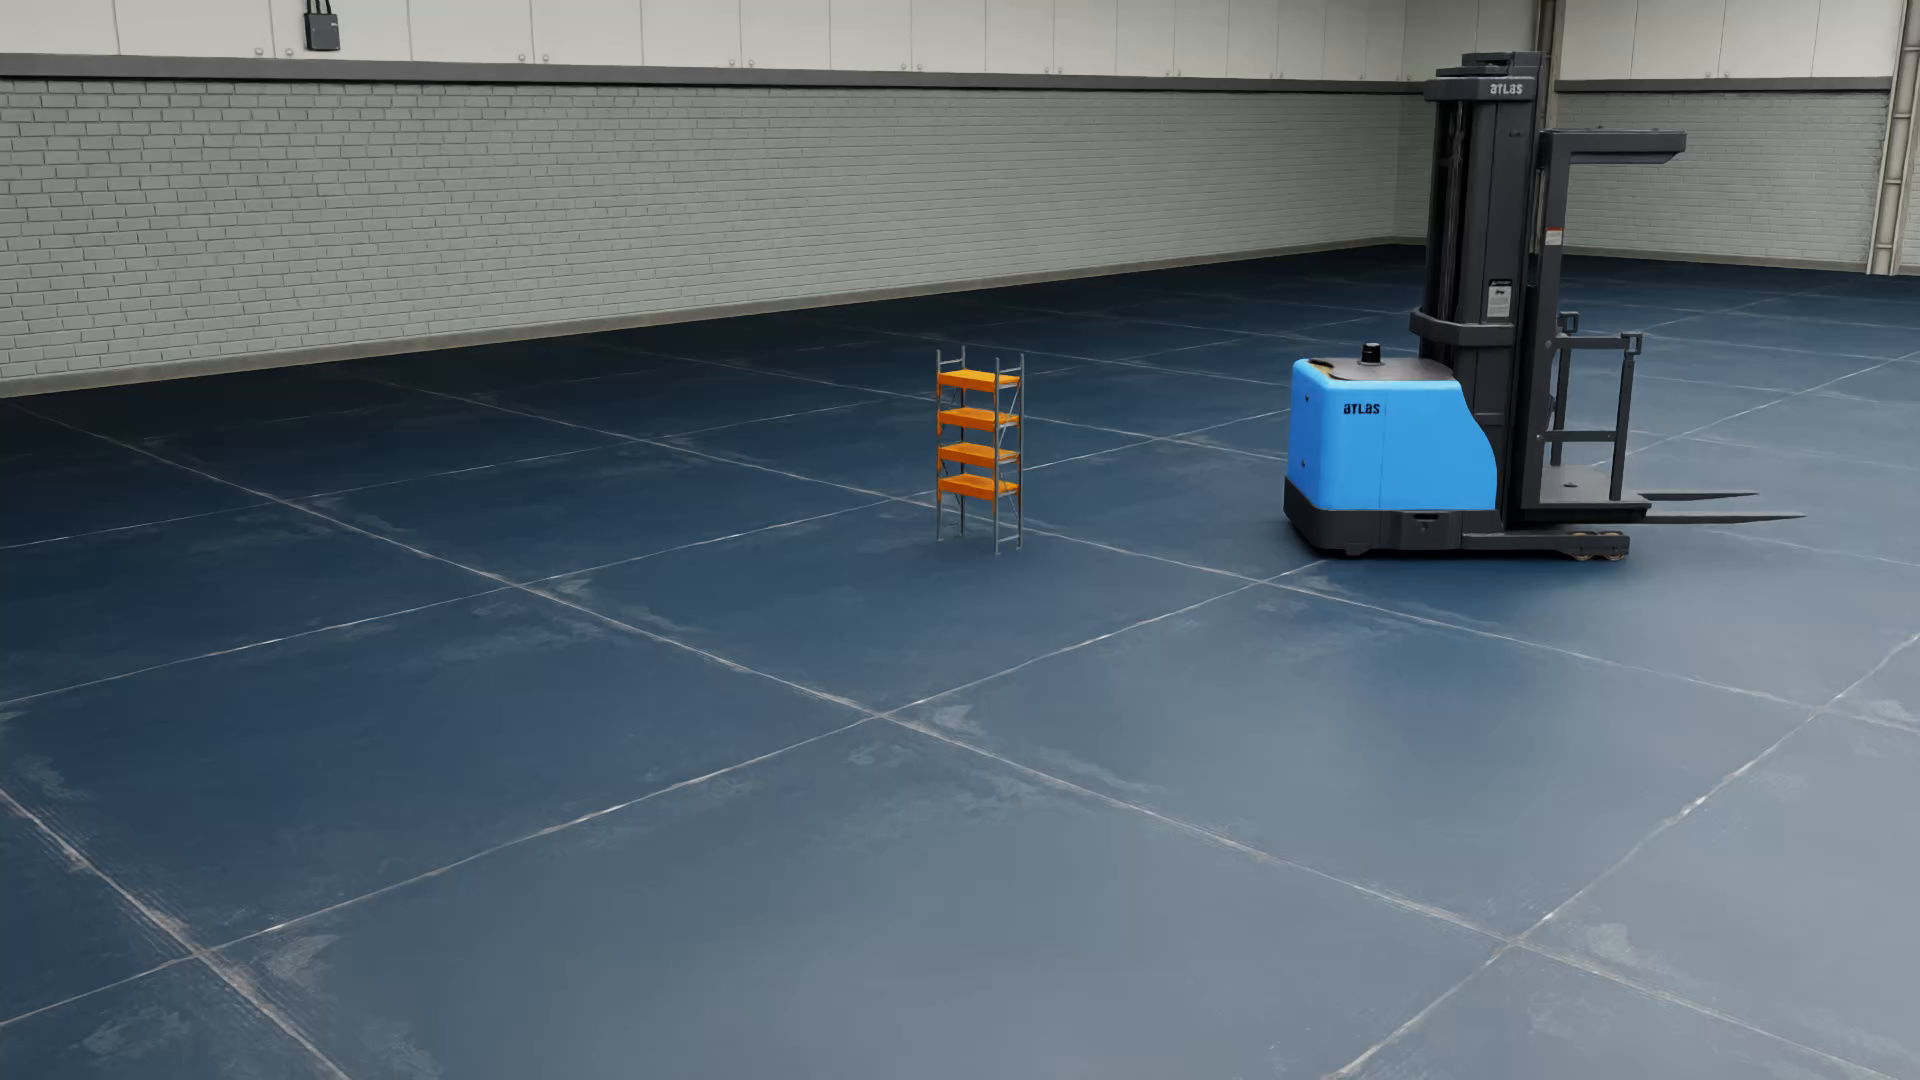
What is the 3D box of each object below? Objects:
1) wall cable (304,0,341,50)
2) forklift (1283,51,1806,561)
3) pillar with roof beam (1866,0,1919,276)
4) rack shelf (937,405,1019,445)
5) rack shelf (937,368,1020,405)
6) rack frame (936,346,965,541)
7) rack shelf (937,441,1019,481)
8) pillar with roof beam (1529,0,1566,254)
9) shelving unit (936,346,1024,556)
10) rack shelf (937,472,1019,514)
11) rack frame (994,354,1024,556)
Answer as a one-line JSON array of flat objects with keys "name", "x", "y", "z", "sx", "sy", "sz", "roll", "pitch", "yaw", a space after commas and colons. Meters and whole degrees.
[{"name": "wall cable", "x": -5.824, "y": -8.120, "z": 17.005, "sx": 0.169, "sy": 6.003, "sz": 2.305, "roll": 14, "pitch": 20, "yaw": 42}, {"name": "forklift", "x": 3.630, "y": -1.429, "z": 10.105, "sx": 3.031, "sy": 2.935, "sz": 1.130, "roll": 0, "pitch": 15, "yaw": -1}, {"name": "pillar with roof beam", "x": 11.973, "y": -7.885, "z": 22.846, "sx": 0.400, "sy": 9.000, "sz": 9.100, "roll": 14, "pitch": 20, "yaw": 42}, {"name": "rack shelf", "x": 0.119, "y": -0.703, "z": 10.130, "sx": 0.480, "sy": 0.148, "sz": 0.258, "roll": 14, "pitch": 20, "yaw": 42}, {"name": "rack shelf", "x": 0.119, "y": -0.932, "z": 10.071, "sx": 0.480, "sy": 0.148, "sz": 0.258, "roll": 14, "pitch": 20, "yaw": 42}, {"name": "rack frame", "x": -0.057, "y": -0.594, "z": 10.333, "sx": 0.015, "sy": 1.200, "sz": 0.240, "roll": 14, "pitch": 20, "yaw": 42}, {"name": "rack shelf", "x": 0.119, "y": -0.487, "z": 10.187, "sx": 0.480, "sy": 0.148, "sz": 0.258, "roll": 14, "pitch": 20, "yaw": 42}, {"name": "pillar with roof beam", "x": 7.654, "y": -8.935, "z": 26.876, "sx": 0.400, "sy": 9.000, "sz": 9.100, "roll": 14, "pitch": 20, "yaw": 42}, {"name": "shelving unit", "x": 0.119, "y": -0.552, "z": 10.170, "sx": 0.503, "sy": 1.200, "sz": 0.258, "roll": 14, "pitch": 20, "yaw": 42}, {"name": "rack shelf", "x": 0.119, "y": -0.294, "z": 10.237, "sx": 0.480, "sy": 0.148, "sz": 0.258, "roll": 14, "pitch": 20, "yaw": 42}, {"name": "rack frame", "x": 0.295, "y": -0.509, "z": 10.006, "sx": 0.015, "sy": 1.200, "sz": 0.240, "roll": 14, "pitch": 20, "yaw": 42}]
